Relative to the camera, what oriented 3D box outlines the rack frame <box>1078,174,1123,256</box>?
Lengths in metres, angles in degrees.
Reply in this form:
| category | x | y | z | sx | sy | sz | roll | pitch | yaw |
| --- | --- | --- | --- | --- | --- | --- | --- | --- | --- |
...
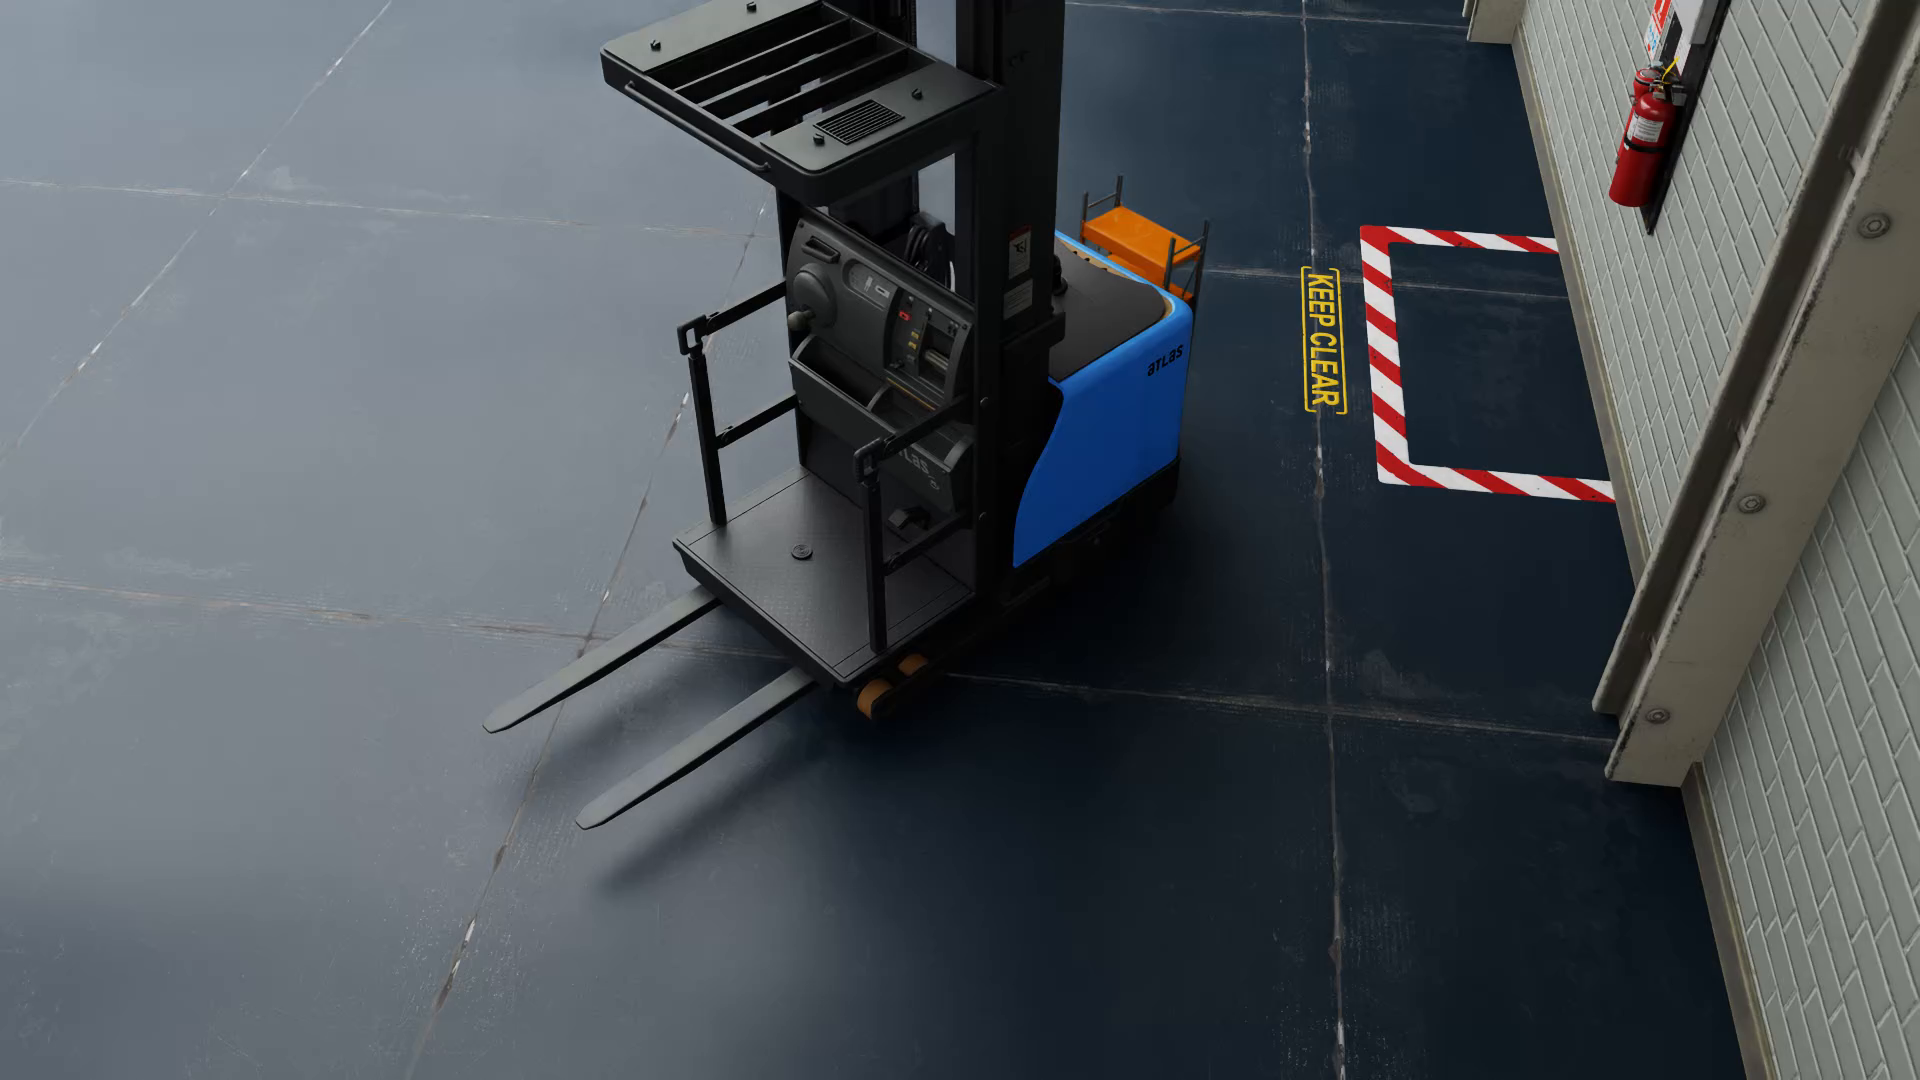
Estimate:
| category | x | y | z | sx | sy | sz | roll | pitch | yaw |
| --- | --- | --- | --- | --- | --- | --- | --- | --- | --- |
| rack frame | 0.591 | -1.073 | 7.501 | 0.240 | 1.200 | 0.015 | -31 | 52 | -32 |

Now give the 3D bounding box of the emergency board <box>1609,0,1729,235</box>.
| category | x | y | z | sx | sy | sz | roll | pitch | yaw |
| --- | --- | --- | --- | --- | --- | --- | --- | --- | --- |
| emergency board | 2.990 | -1.985 | 7.165 | 0.194 | 1.169 | 0.643 | 5 | 44 | 6 |

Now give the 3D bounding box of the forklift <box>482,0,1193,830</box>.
| category | x | y | z | sx | sy | sz | roll | pitch | yaw |
| --- | --- | --- | --- | --- | --- | --- | --- | --- | --- |
| forklift | -0.457 | -0.766 | 5.927 | 3.031 | 2.935 | 1.130 | -33 | 53 | -30 |

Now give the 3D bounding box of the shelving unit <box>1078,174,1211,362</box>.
| category | x | y | z | sx | sy | sz | roll | pitch | yaw |
| --- | --- | --- | --- | --- | --- | --- | --- | --- | --- |
| shelving unit | 0.759 | -0.952 | 7.373 | 0.258 | 1.200 | 0.503 | -31 | 52 | -32 |

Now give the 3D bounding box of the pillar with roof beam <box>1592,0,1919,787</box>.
| category | x | y | z | sx | sy | sz | roll | pitch | yaw |
| --- | --- | --- | --- | --- | --- | --- | --- | --- | --- |
| pillar with roof beam | -1.641 | -2.874 | 3.740 | 9.100 | 9.000 | 0.400 | 5 | 44 | 6 |

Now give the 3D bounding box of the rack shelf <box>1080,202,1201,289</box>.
| category | x | y | z | sx | sy | sz | roll | pitch | yaw |
| --- | --- | --- | --- | --- | --- | --- | --- | --- | --- |
| rack shelf | 0.774 | -1.246 | 7.113 | 0.258 | 0.148 | 0.480 | -31 | 52 | -32 |

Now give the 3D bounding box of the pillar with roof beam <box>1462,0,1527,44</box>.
| category | x | y | z | sx | sy | sz | roll | pitch | yaw |
| --- | --- | --- | --- | --- | --- | --- | --- | --- | --- |
| pillar with roof beam | -0.848 | -6.963 | 8.059 | 9.100 | 9.000 | 0.400 | 5 | 44 | 6 |

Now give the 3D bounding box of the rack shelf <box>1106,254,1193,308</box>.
| category | x | y | z | sx | sy | sz | roll | pitch | yaw |
| --- | --- | --- | --- | --- | --- | --- | --- | --- | --- |
| rack shelf | 0.765 | -1.069 | 7.270 | 0.258 | 0.148 | 0.480 | -31 | 52 | -32 |

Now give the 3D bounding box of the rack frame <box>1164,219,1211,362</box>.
| category | x | y | z | sx | sy | sz | roll | pitch | yaw |
| --- | --- | --- | --- | --- | --- | --- | --- | --- | --- |
| rack frame | 0.928 | -0.830 | 7.245 | 0.240 | 1.200 | 0.015 | -31 | 52 | -32 |

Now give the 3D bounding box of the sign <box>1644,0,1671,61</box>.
| category | x | y | z | sx | sy | sz | roll | pitch | yaw |
| --- | --- | --- | --- | --- | --- | --- | --- | --- | --- |
| sign | 3.166 | -2.365 | 7.541 | 0.001 | 0.329 | 0.234 | 5 | 44 | 6 |
